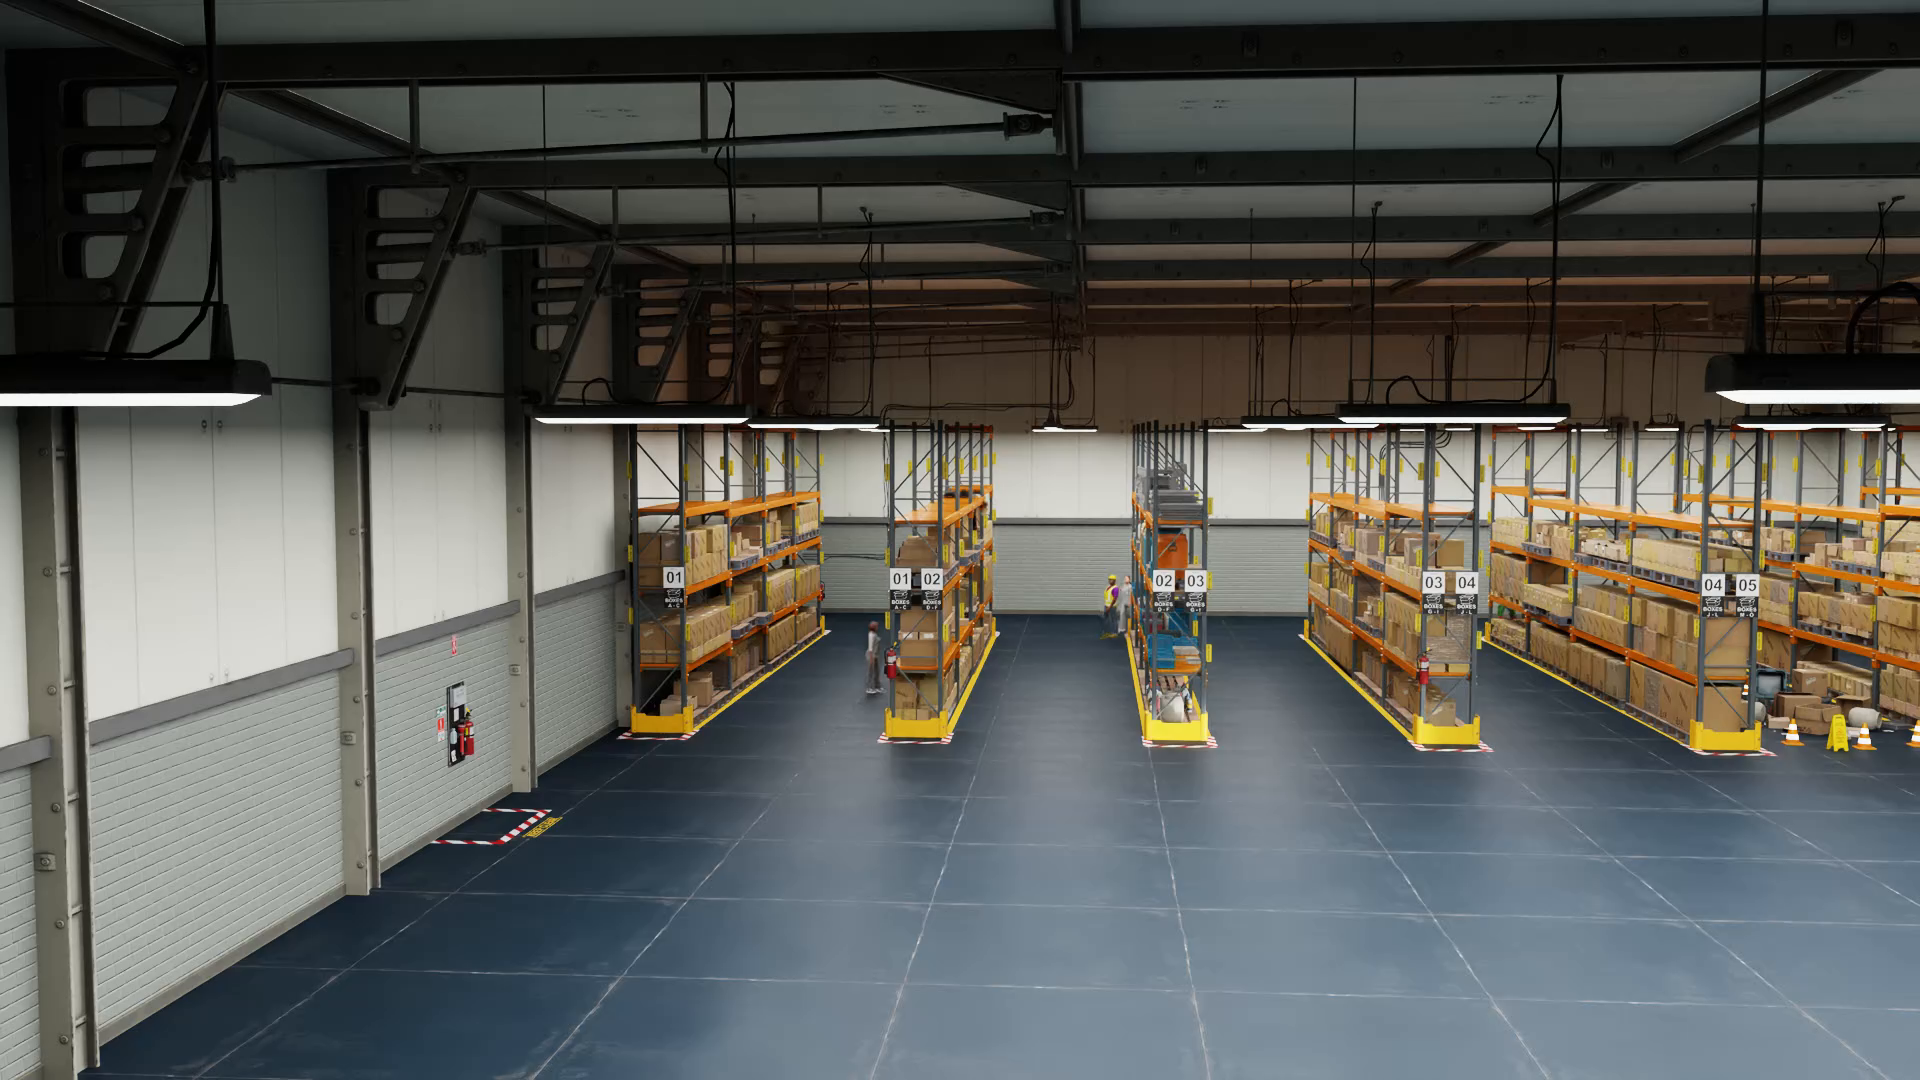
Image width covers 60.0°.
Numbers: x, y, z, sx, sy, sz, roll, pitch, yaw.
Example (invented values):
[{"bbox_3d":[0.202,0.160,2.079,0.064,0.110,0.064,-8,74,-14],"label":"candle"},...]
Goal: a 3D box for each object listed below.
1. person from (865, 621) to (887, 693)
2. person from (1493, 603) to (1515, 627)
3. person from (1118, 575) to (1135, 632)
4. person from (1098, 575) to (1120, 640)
[{"bbox_3d":[-1.878,2.604,36.834,0.450,1.615,0.460,1,4,11],"label":"person"},{"bbox_3d":[16.029,1.724,48.808,0.990,1.735,0.548,-3,5,-43],"label":"person"},{"bbox_3d":[4.889,1.840,48.401,0.467,1.644,0.930,3,5,37],"label":"person"},{"bbox_3d":[4.144,1.874,46.010,0.530,1.833,0.631,0,4,-7],"label":"person"}]
